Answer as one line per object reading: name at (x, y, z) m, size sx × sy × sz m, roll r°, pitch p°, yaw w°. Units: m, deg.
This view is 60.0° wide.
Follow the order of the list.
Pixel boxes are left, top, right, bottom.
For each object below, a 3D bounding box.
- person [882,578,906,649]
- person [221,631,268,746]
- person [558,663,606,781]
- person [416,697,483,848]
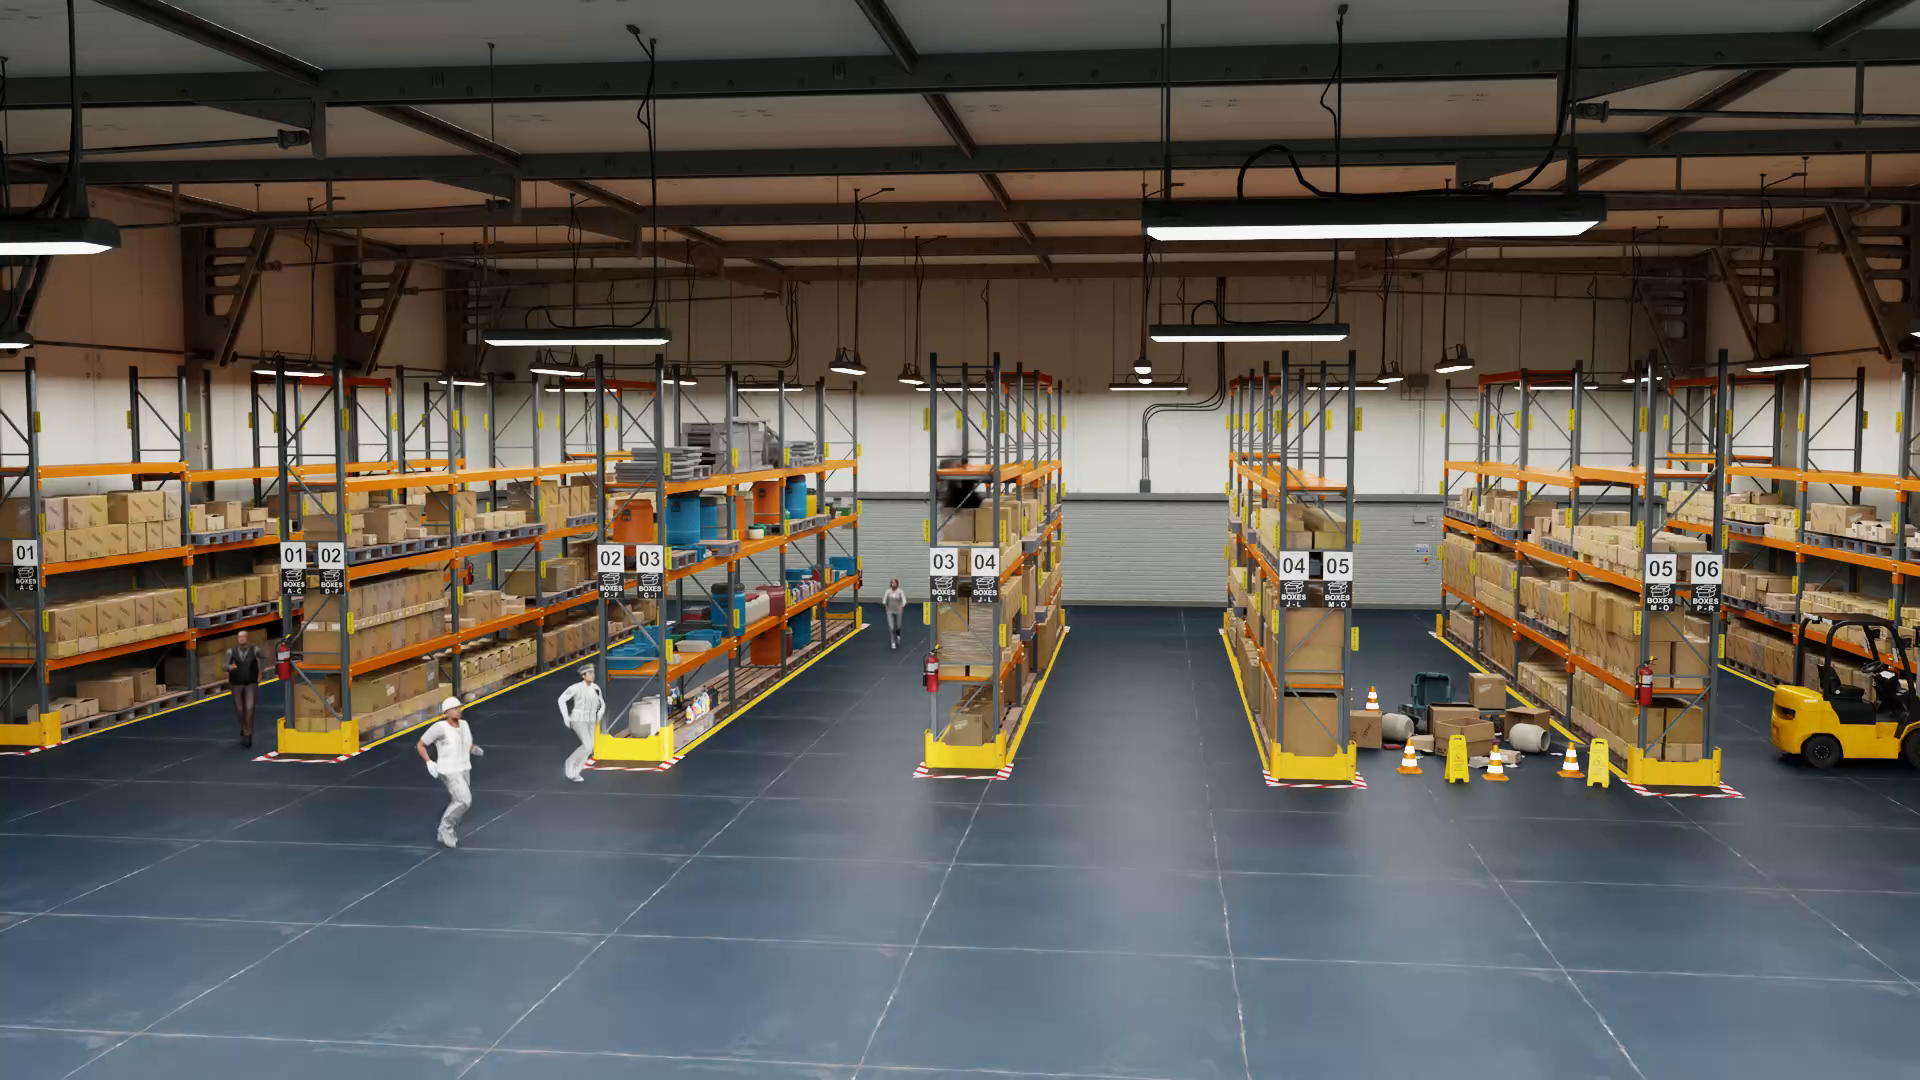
person at (-1.461, 1.622, 36.849) m, size 0.533 × 1.549 × 0.563 m, roll 0°, pitch 4°, yaw 0°
person at (-11.169, 2.283, 25.953) m, size 0.655 × 1.735 × 0.873 m, roll -1°, pitch 4°, yaw -14°
person at (-5.210, 2.541, 23.212) m, size 0.512 × 1.627 × 0.632 m, roll 3°, pitch 5°, yaw 37°
person at (-5.915, 2.730, 19.545) m, size 0.676 × 1.760 × 0.666 m, roll 2°, pitch 4°, yaw 22°
